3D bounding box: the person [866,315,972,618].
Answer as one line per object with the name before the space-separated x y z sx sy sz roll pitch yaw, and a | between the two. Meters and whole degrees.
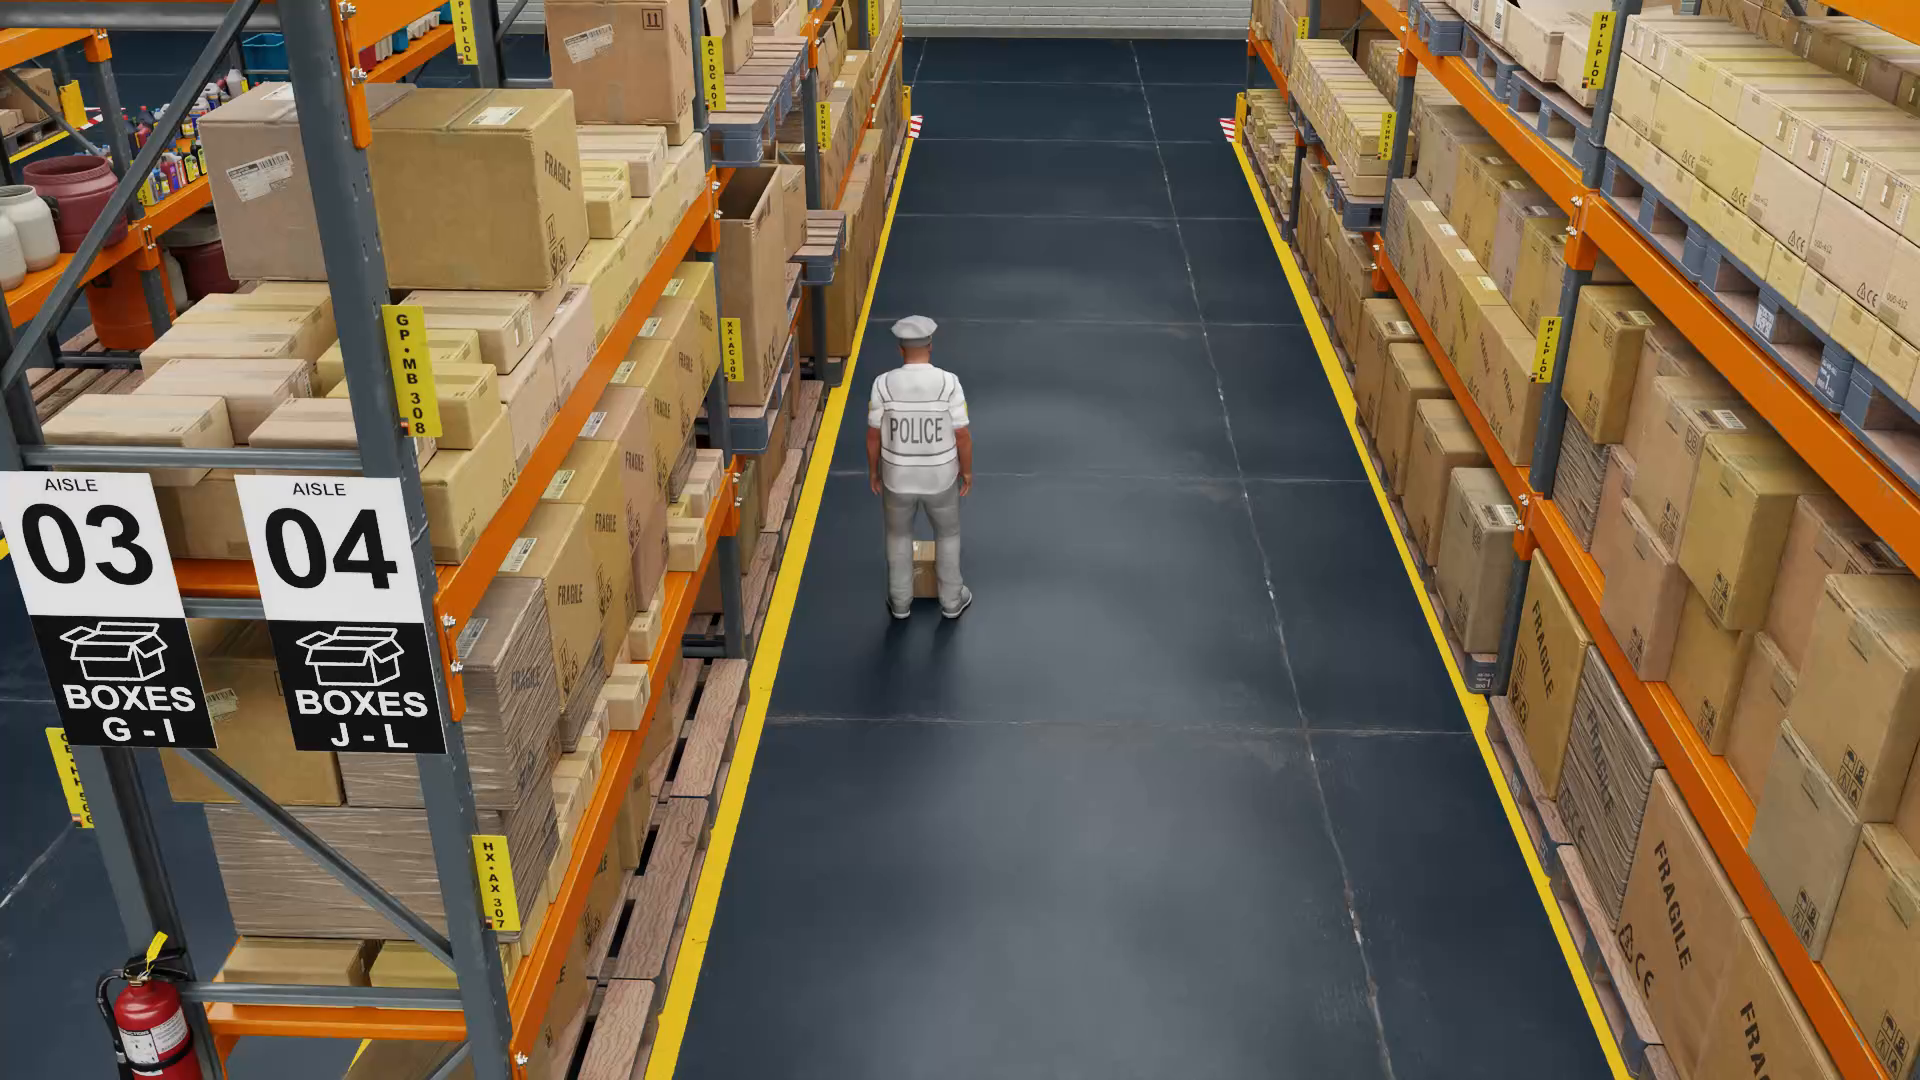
person | -0.225 -0.364 9.302 0.584 1.748 0.433 1 28 2
